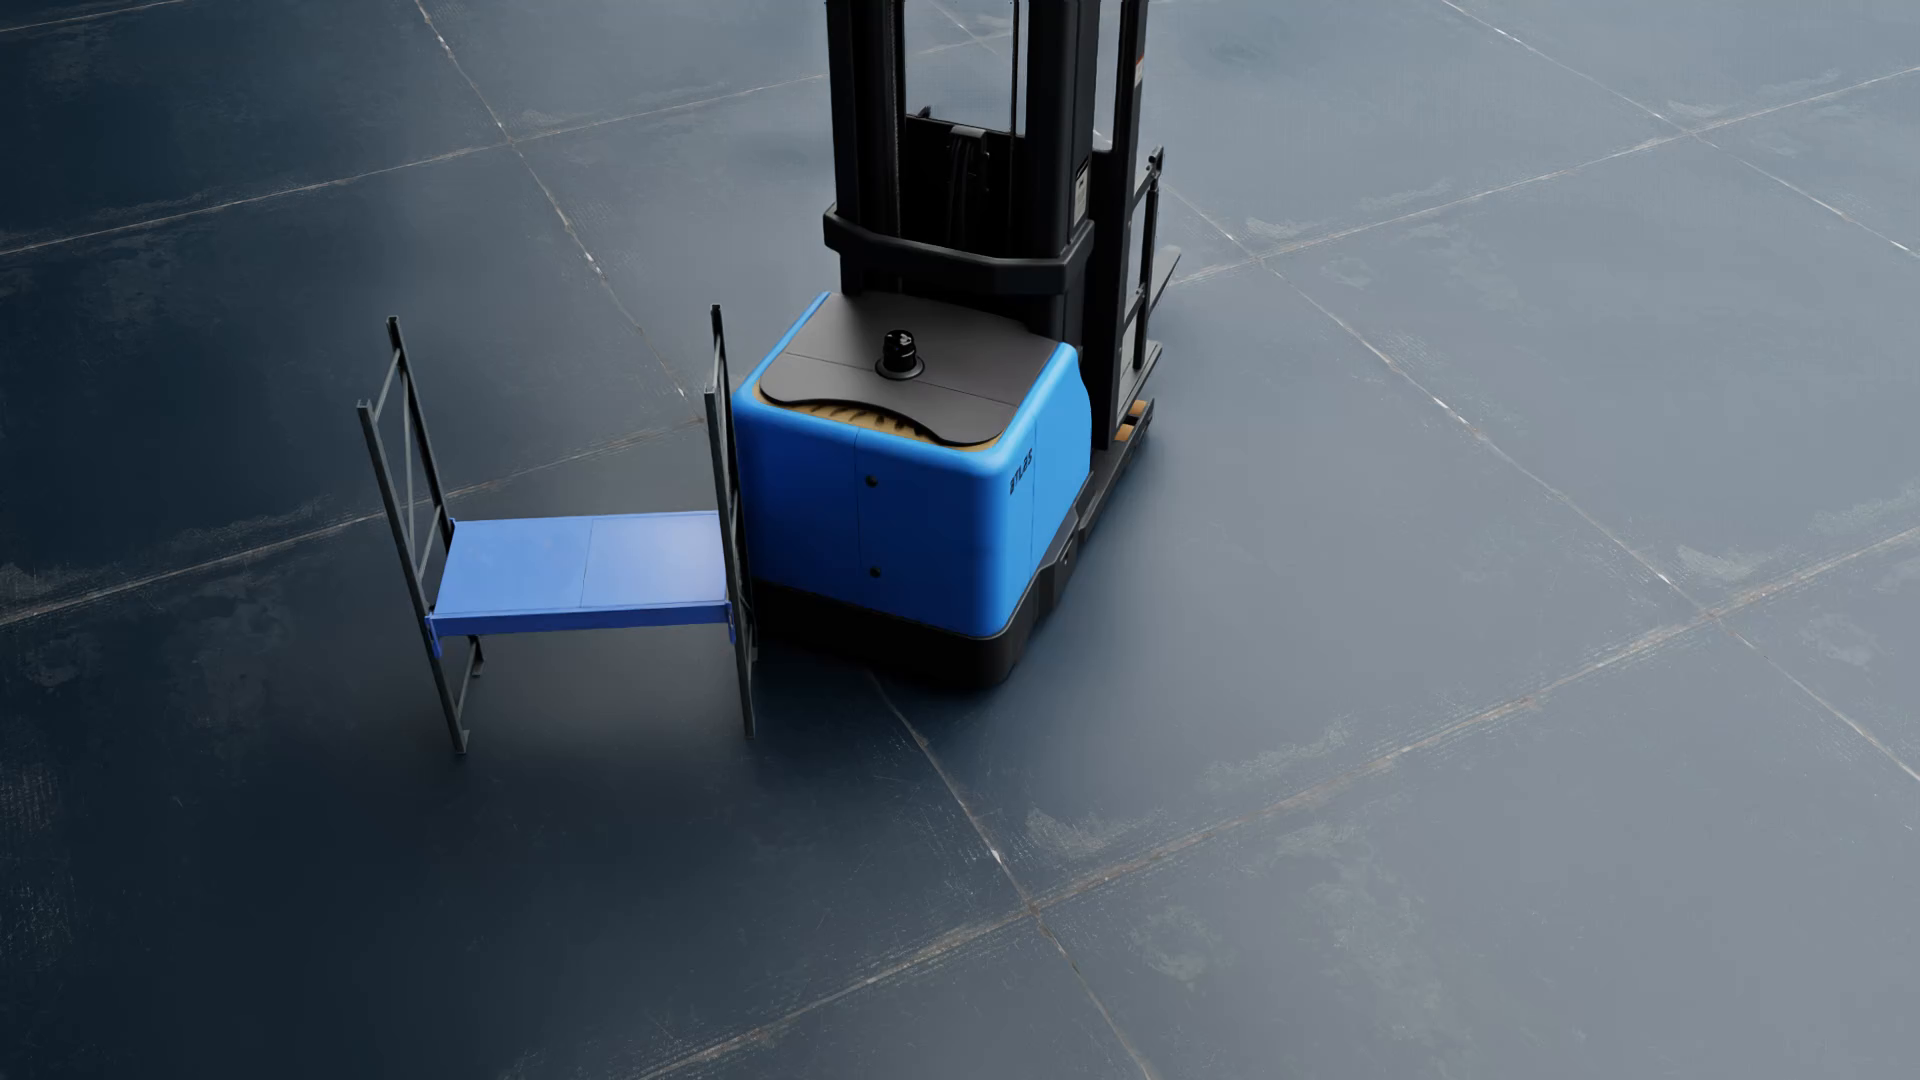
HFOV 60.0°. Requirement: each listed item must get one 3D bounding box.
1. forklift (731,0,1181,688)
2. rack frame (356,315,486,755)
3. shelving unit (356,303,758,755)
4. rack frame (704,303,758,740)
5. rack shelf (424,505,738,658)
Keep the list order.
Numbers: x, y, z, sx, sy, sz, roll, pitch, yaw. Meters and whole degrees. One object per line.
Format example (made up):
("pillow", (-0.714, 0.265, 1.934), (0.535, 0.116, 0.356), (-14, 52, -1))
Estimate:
("forklift", (0.203, -1.543, 6.304), (1.130, 2.935, 3.031), (14, 42, 16))
("rack frame", (-1.777, 0.022, 5.563), (0.032, 1.500, 0.500), (-3, 40, -3))
("shelving unit", (-1.270, -0.001, 5.591), (1.048, 1.500, 0.538), (-3, 40, -3))
("rack frame", (-0.763, -0.024, 5.618), (0.032, 1.500, 0.500), (-3, 40, -3))
("rack shelf", (-1.270, 0.136, 5.707), (1.000, 0.185, 0.538), (-3, 40, -3))
